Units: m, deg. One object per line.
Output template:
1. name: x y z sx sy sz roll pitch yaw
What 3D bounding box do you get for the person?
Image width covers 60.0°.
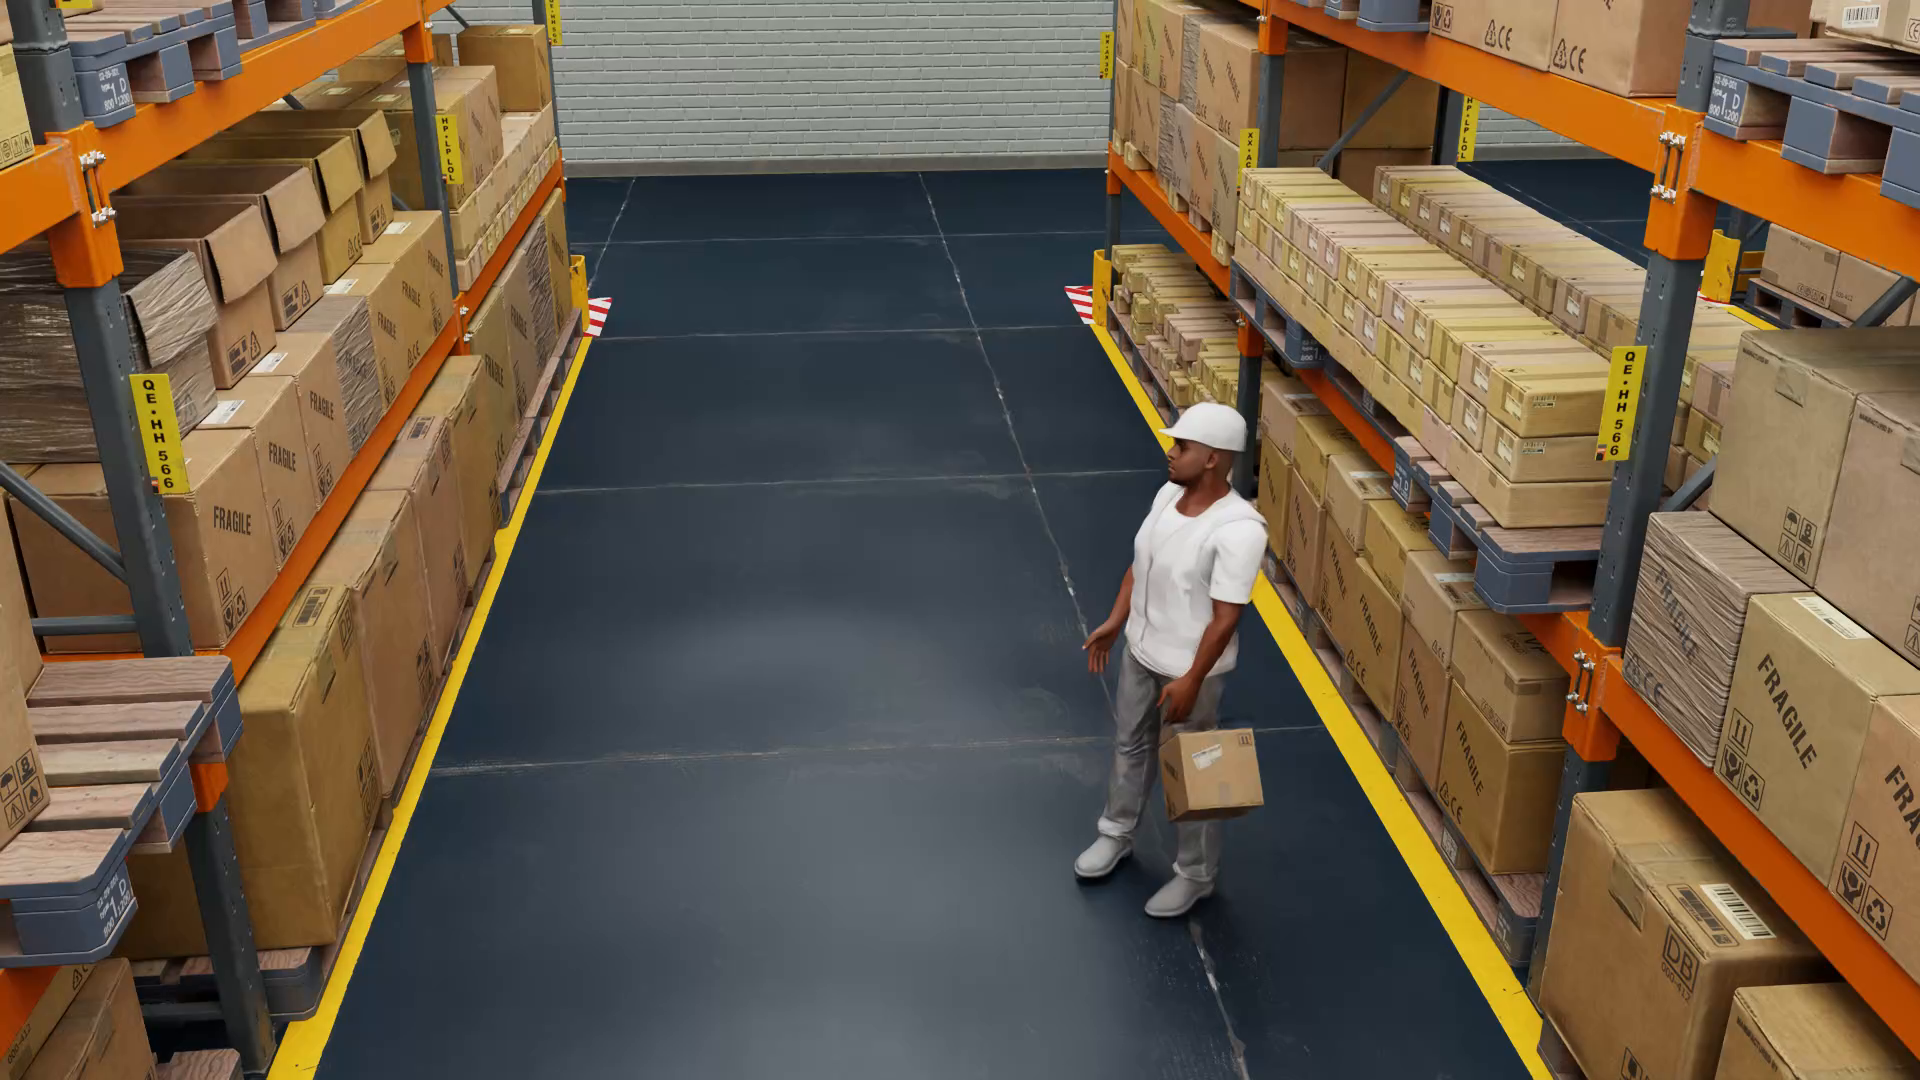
1. person: 0.693 0.407 5.628 0.521 1.769 0.563 -10 26 -23
